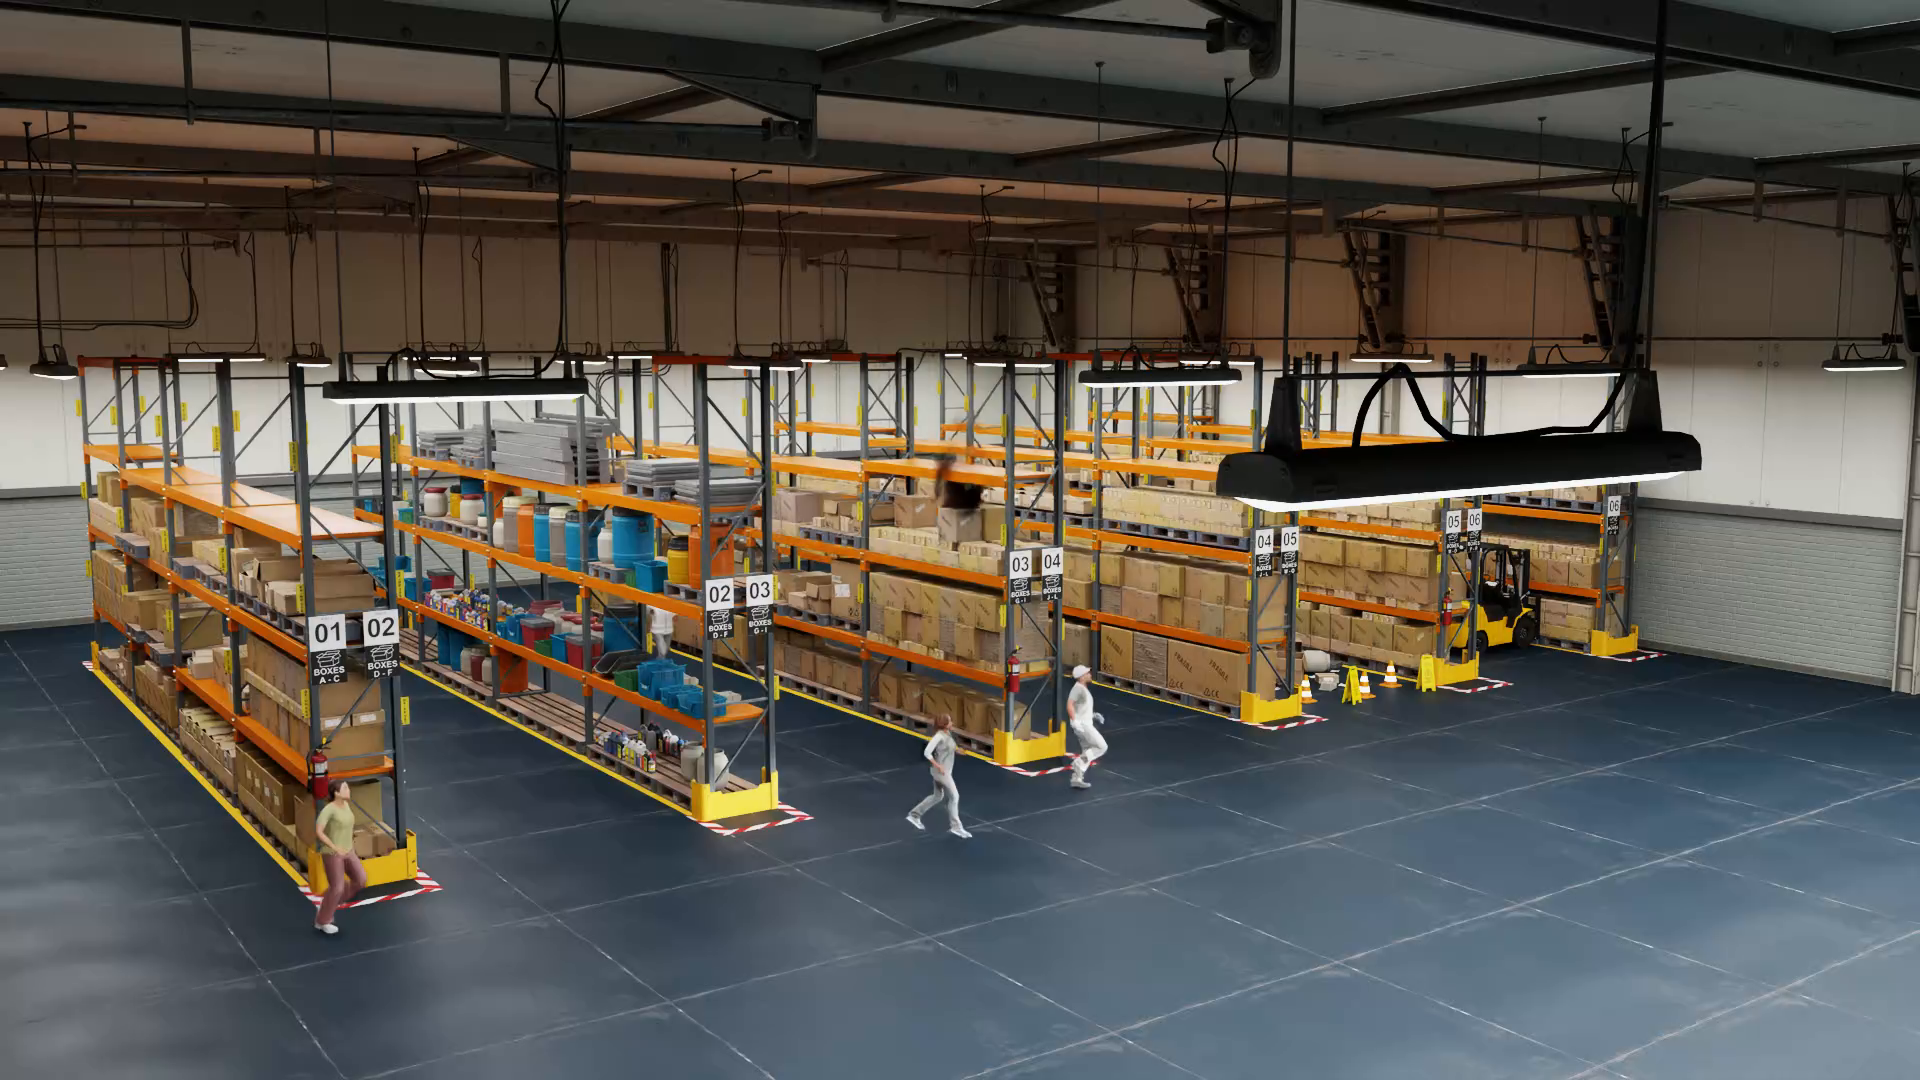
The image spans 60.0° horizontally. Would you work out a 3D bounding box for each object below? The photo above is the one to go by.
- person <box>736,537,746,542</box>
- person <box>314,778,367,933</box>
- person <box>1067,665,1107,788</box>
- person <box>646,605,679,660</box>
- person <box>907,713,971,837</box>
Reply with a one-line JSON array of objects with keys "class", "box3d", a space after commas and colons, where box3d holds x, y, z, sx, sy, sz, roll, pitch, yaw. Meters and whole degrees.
[{"class": "person", "box3d": [-5.227, 0.746, 39.462, 0.660, 1.683, 0.774, -2, 7, -13]}, {"class": "person", "box3d": [-6.652, 3.368, 17.927, 0.509, 1.611, 0.635, 2, 7, 14]}, {"class": "person", "box3d": [1.794, 2.632, 23.544, 0.581, 1.711, 0.736, 0, 7, 3]}, {"class": "person", "box3d": [-5.478, 1.725, 30.658, 0.687, 1.793, 0.827, -6, 9, -38]}, {"class": "person", "box3d": [-0.266, 2.979, 21.155, 0.820, 1.613, 0.524, 0, 7, 0]}]
